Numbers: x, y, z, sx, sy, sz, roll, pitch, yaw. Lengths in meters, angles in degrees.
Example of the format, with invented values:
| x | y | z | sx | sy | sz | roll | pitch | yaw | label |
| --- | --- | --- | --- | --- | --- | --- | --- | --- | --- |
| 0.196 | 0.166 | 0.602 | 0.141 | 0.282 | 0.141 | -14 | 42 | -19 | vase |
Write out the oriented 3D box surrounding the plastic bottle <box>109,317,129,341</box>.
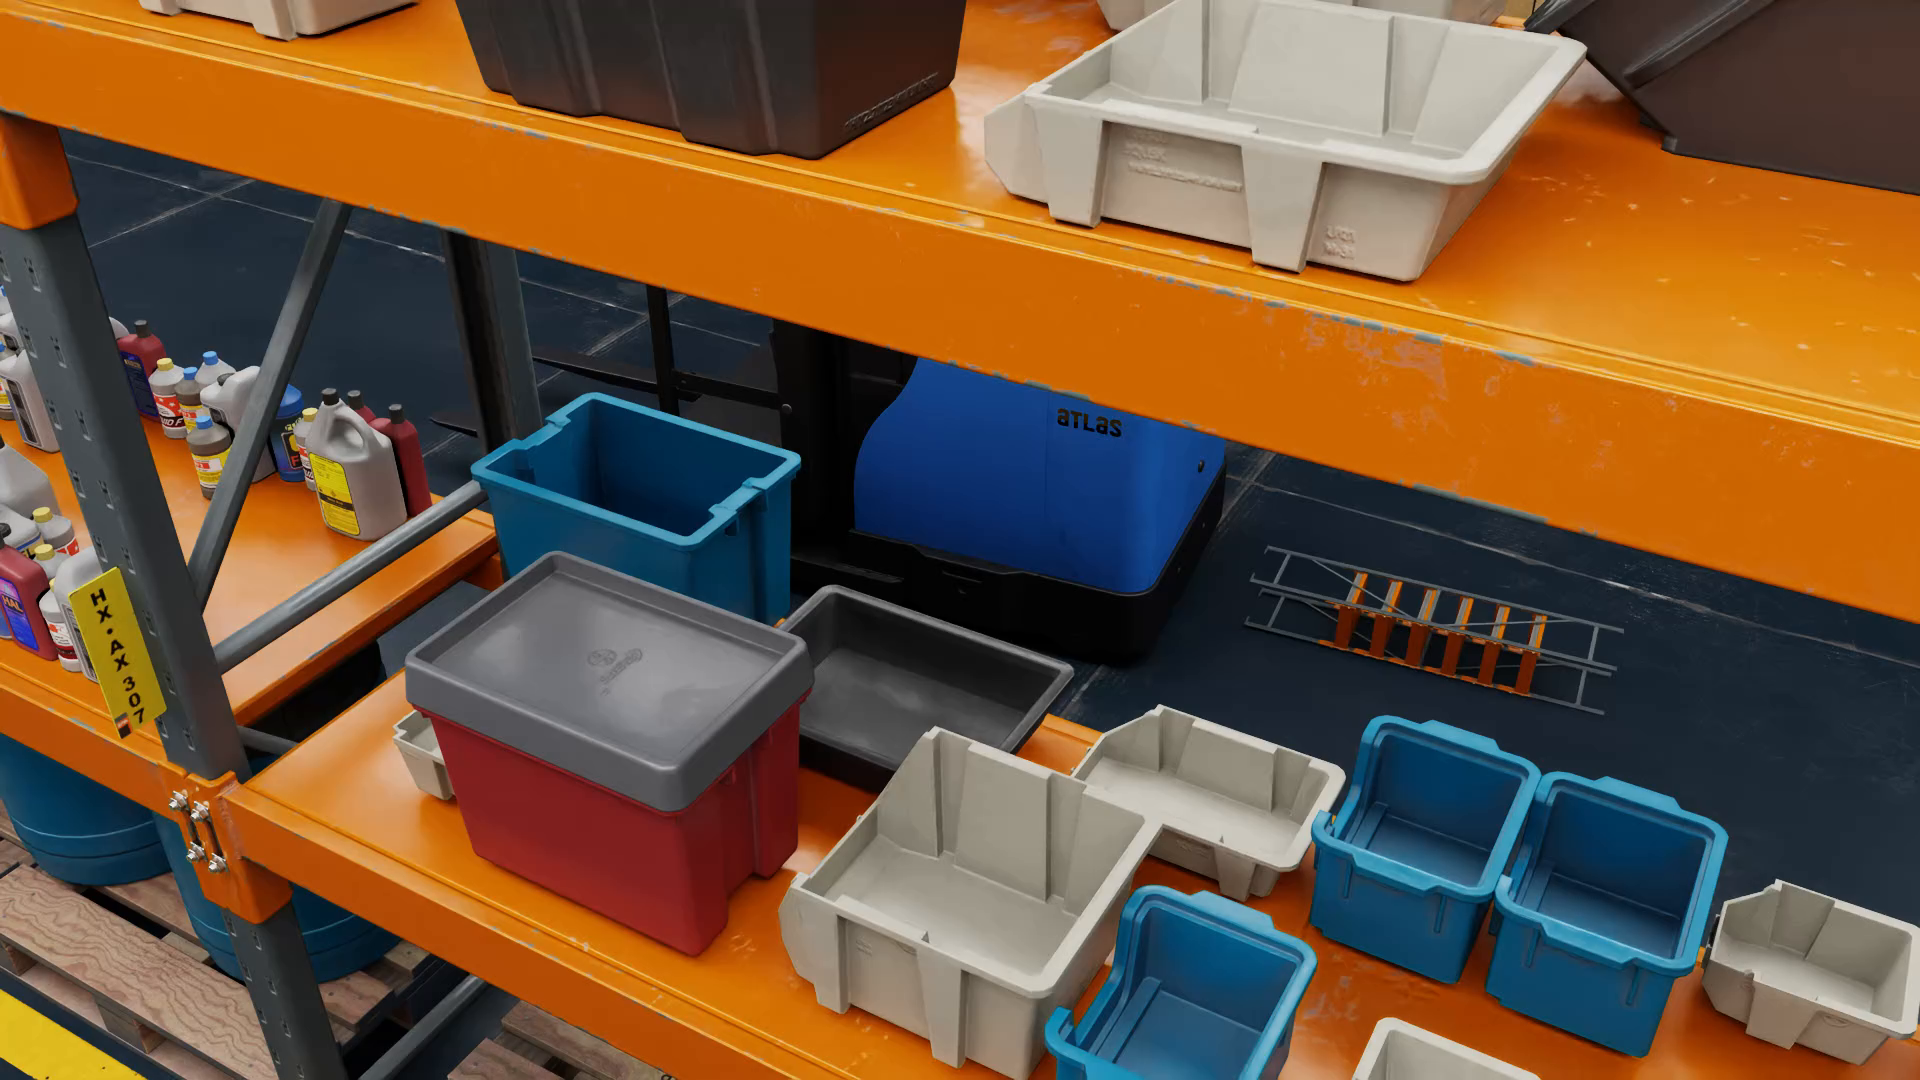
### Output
| x | y | z | sx | sy | sz | roll | pitch | yaw | label |
| --- | --- | --- | --- | --- | --- | --- | --- | --- | --- |
| -2.251 | -0.457 | 4.341 | 0.135 | 0.276 | 0.152 | 18 | 37 | 24 | plastic bottle |

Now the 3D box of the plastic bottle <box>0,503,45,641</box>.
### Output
| x | y | z | sx | sy | sz | roll | pitch | yaw | label |
| --- | --- | --- | --- | --- | --- | --- | --- | --- | --- |
| -2.054 | 0.055 | 3.573 | 0.135 | 0.276 | 0.152 | 18 | 37 | 24 | plastic bottle |

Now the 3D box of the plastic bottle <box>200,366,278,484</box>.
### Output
| x | y | z | sx | sy | sz | roll | pitch | yaw | label |
| --- | --- | --- | --- | --- | --- | --- | --- | --- | --- |
| -1.765 | -0.303 | 4.110 | 0.135 | 0.276 | 0.152 | 18 | 37 | 24 | plastic bottle |

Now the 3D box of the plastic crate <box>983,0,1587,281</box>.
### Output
| x | y | z | sx | sy | sz | roll | pitch | yaw | label |
| --- | --- | --- | --- | --- | --- | --- | --- | --- | --- |
| 0.321 | -0.431 | 1.722 | 0.530 | 0.136 | 0.437 | 18 | 37 | 24 | plastic crate |

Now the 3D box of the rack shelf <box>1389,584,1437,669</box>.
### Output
| x | y | z | sx | sy | sz | roll | pitch | yaw | label |
| --- | --- | --- | --- | --- | --- | --- | --- | --- | --- |
| 1.545 | 0.285 | 5.644 | 0.103 | 0.180 | 0.258 | 14 | 36 | 19 | rack shelf |

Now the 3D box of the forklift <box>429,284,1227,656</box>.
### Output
| x | y | z | sx | sy | sz | roll | pitch | yaw | label |
| --- | --- | --- | --- | --- | --- | --- | --- | --- | --- |
| -0.579 | -1.357 | 5.644 | 3.031 | 2.935 | 1.130 | 13 | 36 | 19 | forklift |

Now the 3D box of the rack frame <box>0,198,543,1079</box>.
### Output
| x | y | z | sx | sy | sz | roll | pitch | yaw | label |
| --- | --- | --- | --- | --- | --- | --- | --- | --- | --- |
| -1.235 | 0.057 | 3.458 | 0.127 | 3.000 | 1.000 | 18 | 37 | 24 | rack frame |

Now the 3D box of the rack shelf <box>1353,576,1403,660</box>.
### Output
| x | y | z | sx | sy | sz | roll | pitch | yaw | label |
| --- | --- | --- | --- | --- | --- | --- | --- | --- | --- |
| 1.435 | 0.258 | 5.684 | 0.103 | 0.180 | 0.258 | 14 | 36 | 19 | rack shelf |

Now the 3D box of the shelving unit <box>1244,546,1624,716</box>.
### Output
| x | y | z | sx | sy | sz | roll | pitch | yaw | label |
| --- | --- | --- | --- | --- | --- | --- | --- | --- | --- |
| 1.586 | 0.295 | 5.630 | 1.200 | 0.189 | 0.258 | 14 | 36 | 19 | shelving unit |

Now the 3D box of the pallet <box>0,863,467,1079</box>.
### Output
| x | y | z | sx | sy | sz | roll | pitch | yaw | label |
| --- | --- | --- | --- | --- | --- | --- | --- | --- | --- |
| -1.884 | 0.985 | 4.580 | 1.213 | 0.211 | 1.003 | 18 | 37 | 24 | pallet |

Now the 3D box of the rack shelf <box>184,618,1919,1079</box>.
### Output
| x | y | z | sx | sy | sz | roll | pitch | yaw | label |
| --- | --- | --- | --- | --- | --- | --- | --- | --- | --- |
| 0.502 | 0.906 | 2.832 | 4.000 | 0.370 | 1.077 | 18 | 37 | 24 | rack shelf |

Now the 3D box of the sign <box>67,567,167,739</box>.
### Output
| x | y | z | sx | sy | sz | roll | pitch | yaw | label |
| --- | --- | --- | --- | --- | --- | --- | --- | --- | --- |
| -1.509 | 0.206 | 2.985 | 0.005 | 0.325 | 0.100 | 18 | 37 | 24 | sign |

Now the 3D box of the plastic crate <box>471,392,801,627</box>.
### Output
| x | y | z | sx | sy | sz | roll | pitch | yaw | label |
| --- | --- | --- | --- | --- | --- | --- | --- | --- | --- |
| -0.660 | 0.003 | 3.500 | 0.575 | 0.384 | 0.392 | 18 | 37 | 24 | plastic crate |

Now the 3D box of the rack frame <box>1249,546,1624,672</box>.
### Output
| x | y | z | sx | sy | sz | roll | pitch | yaw | label |
| --- | --- | --- | --- | --- | --- | --- | --- | --- | --- |
| 1.586 | 0.219 | 5.579 | 1.200 | 0.006 | 0.240 | 14 | 36 | 19 | rack frame |

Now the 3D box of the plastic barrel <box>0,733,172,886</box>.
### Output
| x | y | z | sx | sy | sz | roll | pitch | yaw | label |
| --- | --- | --- | --- | --- | --- | --- | --- | --- | --- |
| -2.313 | 0.403 | 4.453 | 0.708 | 0.901 | 0.600 | 18 | 37 | 24 | plastic barrel |

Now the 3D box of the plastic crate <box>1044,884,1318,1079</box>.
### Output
| x | y | z | sx | sy | sz | roll | pitch | yaw | label |
| --- | --- | --- | --- | --- | --- | --- | --- | --- | --- |
| 0.328 | 0.760 | 2.499 | 0.300 | 0.233 | 0.416 | 18 | 37 | 24 | plastic crate |

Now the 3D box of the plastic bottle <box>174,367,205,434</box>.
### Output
| x | y | z | sx | sy | sz | roll | pitch | yaw | label |
| --- | --- | --- | --- | --- | --- | --- | --- | --- | --- |
| -1.937 | -0.343 | 4.239 | 0.097 | 0.201 | 0.097 | 0 | 34 | 0 | plastic bottle |

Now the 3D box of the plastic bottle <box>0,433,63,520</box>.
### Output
| x | y | z | sx | sy | sz | roll | pitch | yaw | label |
| --- | --- | --- | --- | --- | --- | --- | --- | --- | --- |
| -2.124 | -0.087 | 3.719 | 0.185 | 0.351 | 0.144 | 18 | 37 | 24 | plastic bottle |

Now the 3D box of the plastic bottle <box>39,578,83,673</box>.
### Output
| x | y | z | sx | sy | sz | roll | pitch | yaw | label |
| --- | --- | --- | --- | --- | --- | --- | --- | --- | --- |
| -1.852 | 0.168 | 3.470 | 0.097 | 0.201 | 0.097 | 0 | 34 | 0 | plastic bottle |

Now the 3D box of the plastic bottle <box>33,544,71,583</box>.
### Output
| x | y | z | sx | sy | sz | roll | pitch | yaw | label |
| --- | --- | --- | --- | --- | --- | --- | --- | --- | --- |
| -1.937 | 0.102 | 3.570 | 0.097 | 0.201 | 0.097 | 0 | 34 | 0 | plastic bottle |

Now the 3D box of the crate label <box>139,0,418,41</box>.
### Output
| x | y | z | sx | sy | sz | roll | pitch | yaw | label |
| --- | --- | --- | --- | --- | --- | --- | --- | --- | --- |
| -0.953 | -0.808 | 2.289 | 0.466 | 0.136 | 0.293 | 18 | 37 | 24 | crate label |

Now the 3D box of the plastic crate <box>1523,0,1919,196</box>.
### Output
| x | y | z | sx | sy | sz | roll | pitch | yaw | label |
| --- | --- | --- | --- | --- | --- | --- | --- | --- | --- |
| 1.048 | -0.618 | 1.822 | 0.767 | 0.338 | 0.504 | 18 | 37 | 24 | plastic crate |

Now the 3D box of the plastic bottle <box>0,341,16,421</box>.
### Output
| x | y | z | sx | sy | sz | roll | pitch | yaw | label |
| --- | --- | --- | --- | --- | --- | --- | --- | --- | --- |
| -2.498 | -0.424 | 4.360 | 0.097 | 0.201 | 0.097 | 0 | 34 | 0 | plastic bottle |

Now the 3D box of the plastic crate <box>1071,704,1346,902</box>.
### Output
| x | y | z | sx | sy | sz | roll | pitch | yaw | label |
| --- | --- | --- | --- | --- | --- | --- | --- | --- | --- |
| 0.426 | 0.476 | 3.013 | 0.466 | 0.136 | 0.293 | 18 | 37 | 24 | plastic crate |

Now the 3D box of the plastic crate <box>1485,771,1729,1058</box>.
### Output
| x | y | z | sx | sy | sz | roll | pitch | yaw | label |
| --- | --- | --- | --- | --- | --- | --- | --- | --- | --- |
| 1.044 | 0.613 | 2.720 | 0.300 | 0.233 | 0.416 | 18 | 37 | 24 | plastic crate |

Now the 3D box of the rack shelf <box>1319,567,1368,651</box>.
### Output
| x | y | z | sx | sy | sz | roll | pitch | yaw | label |
| --- | --- | --- | --- | --- | --- | --- | --- | --- | --- |
| 1.326 | 0.230 | 5.724 | 0.103 | 0.180 | 0.258 | 14 | 36 | 19 | rack shelf |

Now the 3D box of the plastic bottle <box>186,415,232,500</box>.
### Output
| x | y | z | sx | sy | sz | roll | pitch | yaw | label |
| --- | --- | --- | --- | --- | --- | --- | --- | --- | --- |
| -1.811 | -0.206 | 4.033 | 0.097 | 0.201 | 0.097 | 0 | 34 | 0 | plastic bottle |

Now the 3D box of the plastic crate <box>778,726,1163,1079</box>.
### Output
| x | y | z | sx | sy | sz | roll | pitch | yaw | label |
| --- | --- | --- | --- | --- | --- | --- | --- | --- | --- |
| 0.000 | 0.590 | 2.711 | 0.530 | 0.282 | 0.437 | 18 | 37 | 24 | plastic crate |

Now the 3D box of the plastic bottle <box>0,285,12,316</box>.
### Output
| x | y | z | sx | sy | sz | roll | pitch | yaw | label |
| --- | --- | --- | --- | --- | --- | --- | --- | --- | --- |
| -2.540 | -0.564 | 4.506 | 0.097 | 0.271 | 0.097 | 0 | 34 | 0 | plastic bottle |

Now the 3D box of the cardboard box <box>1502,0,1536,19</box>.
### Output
| x | y | z | sx | sy | sz | roll | pitch | yaw | label |
| --- | --- | --- | --- | --- | --- | --- | --- | --- | --- |
| 1.980 | -1.957 | 6.392 | 0.500 | 0.500 | 0.500 | 18 | 38 | 25 | cardboard box |

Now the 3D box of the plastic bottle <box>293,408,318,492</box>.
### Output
| x | y | z | sx | sy | sz | roll | pitch | yaw | label |
| --- | --- | --- | --- | --- | --- | --- | --- | --- | --- |
| -1.566 | -0.226 | 4.062 | 0.097 | 0.201 | 0.097 | 0 | 34 | 0 | plastic bottle |

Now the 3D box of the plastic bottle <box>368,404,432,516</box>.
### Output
| x | y | z | sx | sy | sz | roll | pitch | yaw | label |
| --- | --- | --- | --- | --- | --- | --- | --- | --- | --- |
| -1.341 | -0.201 | 3.950 | 0.133 | 0.283 | 0.061 | 18 | 37 | 24 | plastic bottle |
